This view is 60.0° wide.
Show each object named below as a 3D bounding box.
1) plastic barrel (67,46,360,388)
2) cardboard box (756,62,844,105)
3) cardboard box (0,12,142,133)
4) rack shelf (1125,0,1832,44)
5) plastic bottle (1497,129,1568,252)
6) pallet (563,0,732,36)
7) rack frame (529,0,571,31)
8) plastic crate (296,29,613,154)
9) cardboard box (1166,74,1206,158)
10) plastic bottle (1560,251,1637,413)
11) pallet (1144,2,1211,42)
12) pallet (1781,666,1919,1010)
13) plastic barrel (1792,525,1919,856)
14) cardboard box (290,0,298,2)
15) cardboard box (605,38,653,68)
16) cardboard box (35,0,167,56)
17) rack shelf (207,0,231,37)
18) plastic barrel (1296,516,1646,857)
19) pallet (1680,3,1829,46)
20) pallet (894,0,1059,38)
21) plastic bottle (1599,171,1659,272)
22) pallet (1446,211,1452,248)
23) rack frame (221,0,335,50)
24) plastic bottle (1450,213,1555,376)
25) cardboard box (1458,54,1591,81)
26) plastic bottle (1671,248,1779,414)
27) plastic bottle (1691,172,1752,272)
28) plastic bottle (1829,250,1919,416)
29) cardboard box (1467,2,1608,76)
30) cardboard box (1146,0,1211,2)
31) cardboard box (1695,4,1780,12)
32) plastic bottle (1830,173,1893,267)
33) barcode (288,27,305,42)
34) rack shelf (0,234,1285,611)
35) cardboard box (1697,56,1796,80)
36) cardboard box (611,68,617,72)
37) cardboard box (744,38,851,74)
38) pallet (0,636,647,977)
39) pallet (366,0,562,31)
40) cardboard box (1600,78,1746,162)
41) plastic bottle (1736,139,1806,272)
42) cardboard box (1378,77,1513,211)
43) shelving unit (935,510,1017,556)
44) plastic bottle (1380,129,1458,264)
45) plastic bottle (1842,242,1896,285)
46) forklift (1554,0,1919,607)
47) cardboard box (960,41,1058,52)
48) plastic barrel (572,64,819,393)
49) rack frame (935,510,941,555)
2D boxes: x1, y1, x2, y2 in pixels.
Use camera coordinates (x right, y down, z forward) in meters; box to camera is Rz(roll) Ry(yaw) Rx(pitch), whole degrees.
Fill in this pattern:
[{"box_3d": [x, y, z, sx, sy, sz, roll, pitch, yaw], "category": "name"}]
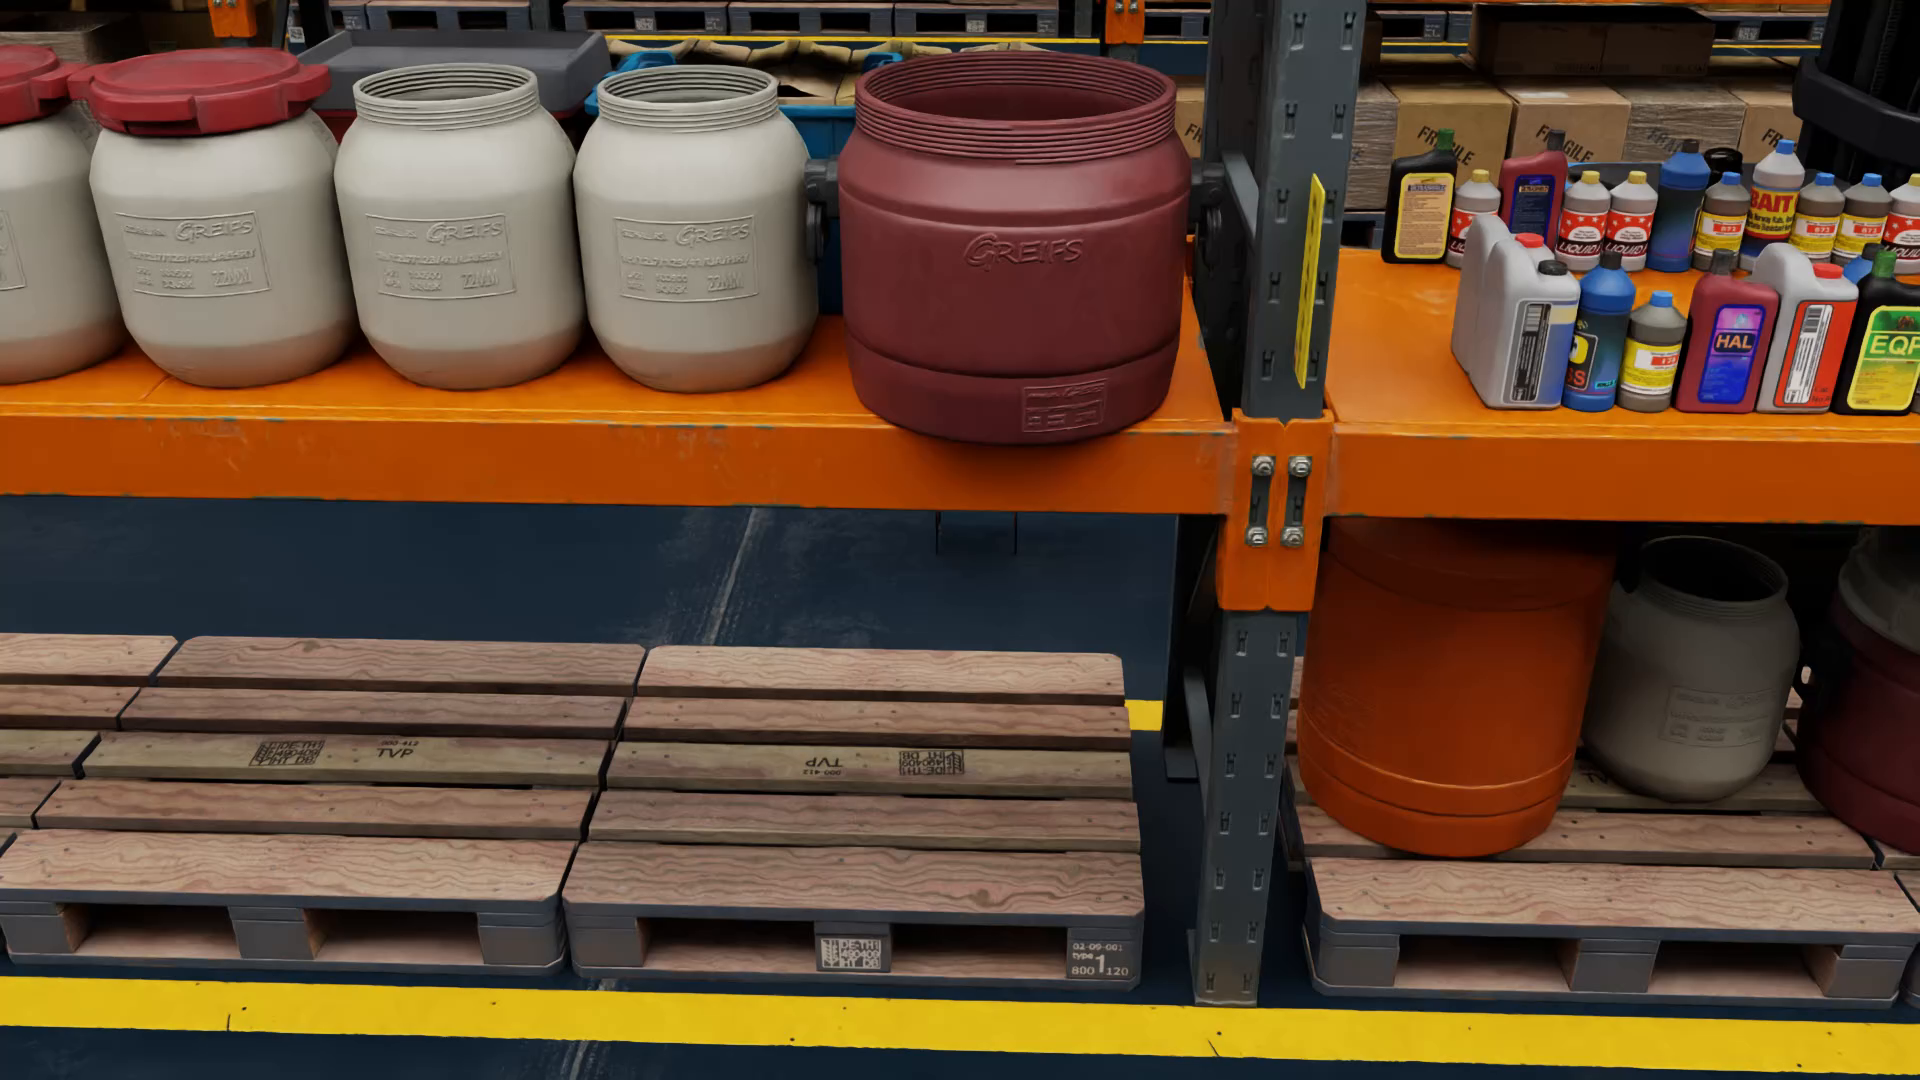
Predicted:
[{"box_3d": [-1.317, -0.583, 3.001, 0.433, 0.535, 0.433, 0, 28, 0], "category": "plastic barrel"}, {"box_3d": [-0.811, -2.040, 7.784, 0.500, 0.311, 0.500, 1, 28, 1], "category": "cardboard box"}, {"box_3d": [-4.223, -2.200, 7.884, 0.500, 0.500, 0.500, 1, 28, 2], "category": "cardboard box"}, {"box_3d": [2.744, -2.562, 7.648, 4.000, 0.370, 1.077, 1, 28, 2], "category": "rack shelf"}, {"box_3d": [1.216, -0.732, 3.552, 0.133, 0.283, 0.061, 1, 28, 2], "category": "plastic bottle"}, {"box_3d": [-2.304, -4.053, 12.671, 1.213, 0.211, 1.003, 1, 28, 2], "category": "pallet"}, {"box_3d": [-3.082, -5.297, 12.041, 0.127, 3.000, 1.000, 1, 28, 2], "category": "rack frame"}, {"box_3d": [-1.038, -0.792, 3.474, 0.583, 0.464, 0.402, 1, 28, 2], "category": "plastic crate"}, {"box_3d": [1.190, -1.861, 7.758, 0.500, 0.500, 0.500, 2, 28, 4], "category": "cardboard box"}, {"box_3d": [1.102, -0.364, 2.872, 0.097, 0.271, 0.097, 0, 28, 0], "category": "plastic bottle"}, {"box_3d": [1.701, -3.951, 12.478, 1.213, 0.211, 1.003, 1, 28, 2], "category": "pallet"}, {"box_3d": [2.572, 0.653, 3.793, 1.213, 0.211, 1.003, 1, 28, 2], "category": "pallet"}, {"box_3d": [2.184, 0.305, 3.599, 0.708, 0.588, 0.600, 1, 28, 2], "category": "plastic barrel"}, {"box_3d": [-5.090, -4.355, 12.462, 0.500, 0.500, 0.700, -1, 28, -1], "category": "cardboard box"}, {"box_3d": [-1.819, -2.310, 8.293, 0.500, 0.311, 0.500, 1, 28, 2], "category": "cardboard box"}, {"box_3d": [-4.205, -2.439, 8.336, 0.500, 0.500, 0.500, 1, 28, 2], "category": "cardboard box"}, {"box_3d": [-5.252, -2.694, 7.897, 4.000, 0.370, 1.077, 1, 28, 2], "category": "rack shelf"}, {"box_3d": [1.056, 0.179, 3.578, 0.708, 0.830, 0.600, 1, 28, 2], "category": "plastic barrel"}, {"box_3d": [5.671, -3.884, 12.351, 1.213, 0.211, 1.003, 1, 28, 2], "category": "pallet"}, {"box_3d": [0.135, -4.013, 12.595, 1.213, 0.211, 1.003, 1, 28, 2], "category": "pallet"}, {"box_3d": [1.428, -0.683, 3.549, 0.097, 0.201, 0.097, 0, 28, 0], "category": "plastic bottle"}, {"box_3d": [2.706, -1.629, 8.098, 1.213, 0.211, 1.003, 1, 28, 2], "category": "pallet"}, {"box_3d": [-3.253, -2.979, 7.666, 0.127, 3.000, 1.000, 1, 28, 2], "category": "rack frame"}, {"box_3d": [0.993, -0.452, 3.033, 0.135, 0.276, 0.152, 1, 28, 2], "category": "plastic bottle"}, {"box_3d": [2.730, -2.082, 8.175, 0.500, 0.500, 0.500, 0, 28, 0], "category": "cardboard box"}, {"box_3d": [1.314, -0.357, 2.846, 0.133, 0.283, 0.061, 1, 28, 2], "category": "plastic bottle"}, {"box_3d": [1.623, -0.680, 3.543, 0.097, 0.201, 0.097, 0, 28, 0], "category": "plastic bottle"}, {"box_3d": [1.582, -0.353, 2.838, 0.133, 0.283, 0.061, 1, 28, 2], "category": "plastic bottle"}, {"box_3d": [2.767, -2.414, 8.000, 0.500, 0.250, 0.500, 0, 28, 1], "category": "cardboard box"}, {"box_3d": [1.646, -4.393, 12.182, 0.750, 0.750, 0.750, 1, 28, 1], "category": "cardboard box"}, {"box_3d": [5.657, -4.186, 12.164, 0.500, 0.500, 0.700, 1, 28, 2], "category": "cardboard box"}, {"box_3d": [1.915, -0.675, 3.534, 0.097, 0.201, 0.097, 0, 28, 0], "category": "plastic bottle"}, {"box_3d": [-3.012, -2.294, 7.548, 0.075, 0.075, 0.001, 1, 28, 2], "category": "barcode"}, {"box_3d": [-1.433, -0.309, 3.399, 4.000, 0.370, 1.077, 1, 28, 2], "category": "rack shelf"}, {"box_3d": [3.734, -2.062, 8.136, 0.500, 0.500, 0.500, 1, 28, 3], "category": "cardboard box"}, {"box_3d": [-1.831, -2.055, 7.813, 0.500, 0.311, 0.500, 0, 28, 0], "category": "cardboard box"}, {"box_3d": [-0.803, -2.291, 8.258, 0.500, 0.311, 0.500, 0, 28, 0], "category": "cardboard box"}, {"box_3d": [-1.423, 0.586, 3.920, 1.213, 0.211, 1.003, 1, 28, 2], "category": "pallet"}, {"box_3d": [-3.754, -4.060, 12.683, 1.213, 0.211, 1.003, 1, 28, 2], "category": "pallet"}, {"box_3d": [3.244, -1.831, 7.701, 0.500, 0.500, 0.500, 1, 28, 2], "category": "cardboard box"}, {"box_3d": [1.720, -0.710, 3.523, 0.097, 0.271, 0.097, 0, 28, 0], "category": "plastic bottle"}, {"box_3d": [2.214, -1.845, 7.726, 0.500, 0.500, 0.500, 1, 28, 1], "category": "cardboard box"}, {"box_3d": [0.053, -0.463, 5.002, 0.252, 1.050, 0.215, 1, 28, 2], "category": "shelving unit"}, {"box_3d": [0.986, -0.736, 3.559, 0.133, 0.283, 0.061, 1, 28, 2], "category": "plastic bottle"}, {"box_3d": [1.567, -0.385, 2.911, 0.097, 0.271, 0.097, 0, 28, 0], "category": "plastic bottle"}, {"box_3d": [3.272, -1.307, 4.586, 3.031, 2.935, 1.130, 0, 28, 0], "category": "forklift"}, {"box_3d": [0.232, -2.277, 8.232, 0.500, 0.311, 0.500, 2, 28, 4], "category": "cardboard box"}, {"box_3d": [-0.469, -0.561, 2.985, 0.421, 0.512, 0.421, 0, 28, 0], "category": "plastic barrel"}, {"box_3d": [-0.068, -0.465, 5.006, 0.008, 1.050, 0.200, 1, 28, 2], "category": "rack frame"}]
